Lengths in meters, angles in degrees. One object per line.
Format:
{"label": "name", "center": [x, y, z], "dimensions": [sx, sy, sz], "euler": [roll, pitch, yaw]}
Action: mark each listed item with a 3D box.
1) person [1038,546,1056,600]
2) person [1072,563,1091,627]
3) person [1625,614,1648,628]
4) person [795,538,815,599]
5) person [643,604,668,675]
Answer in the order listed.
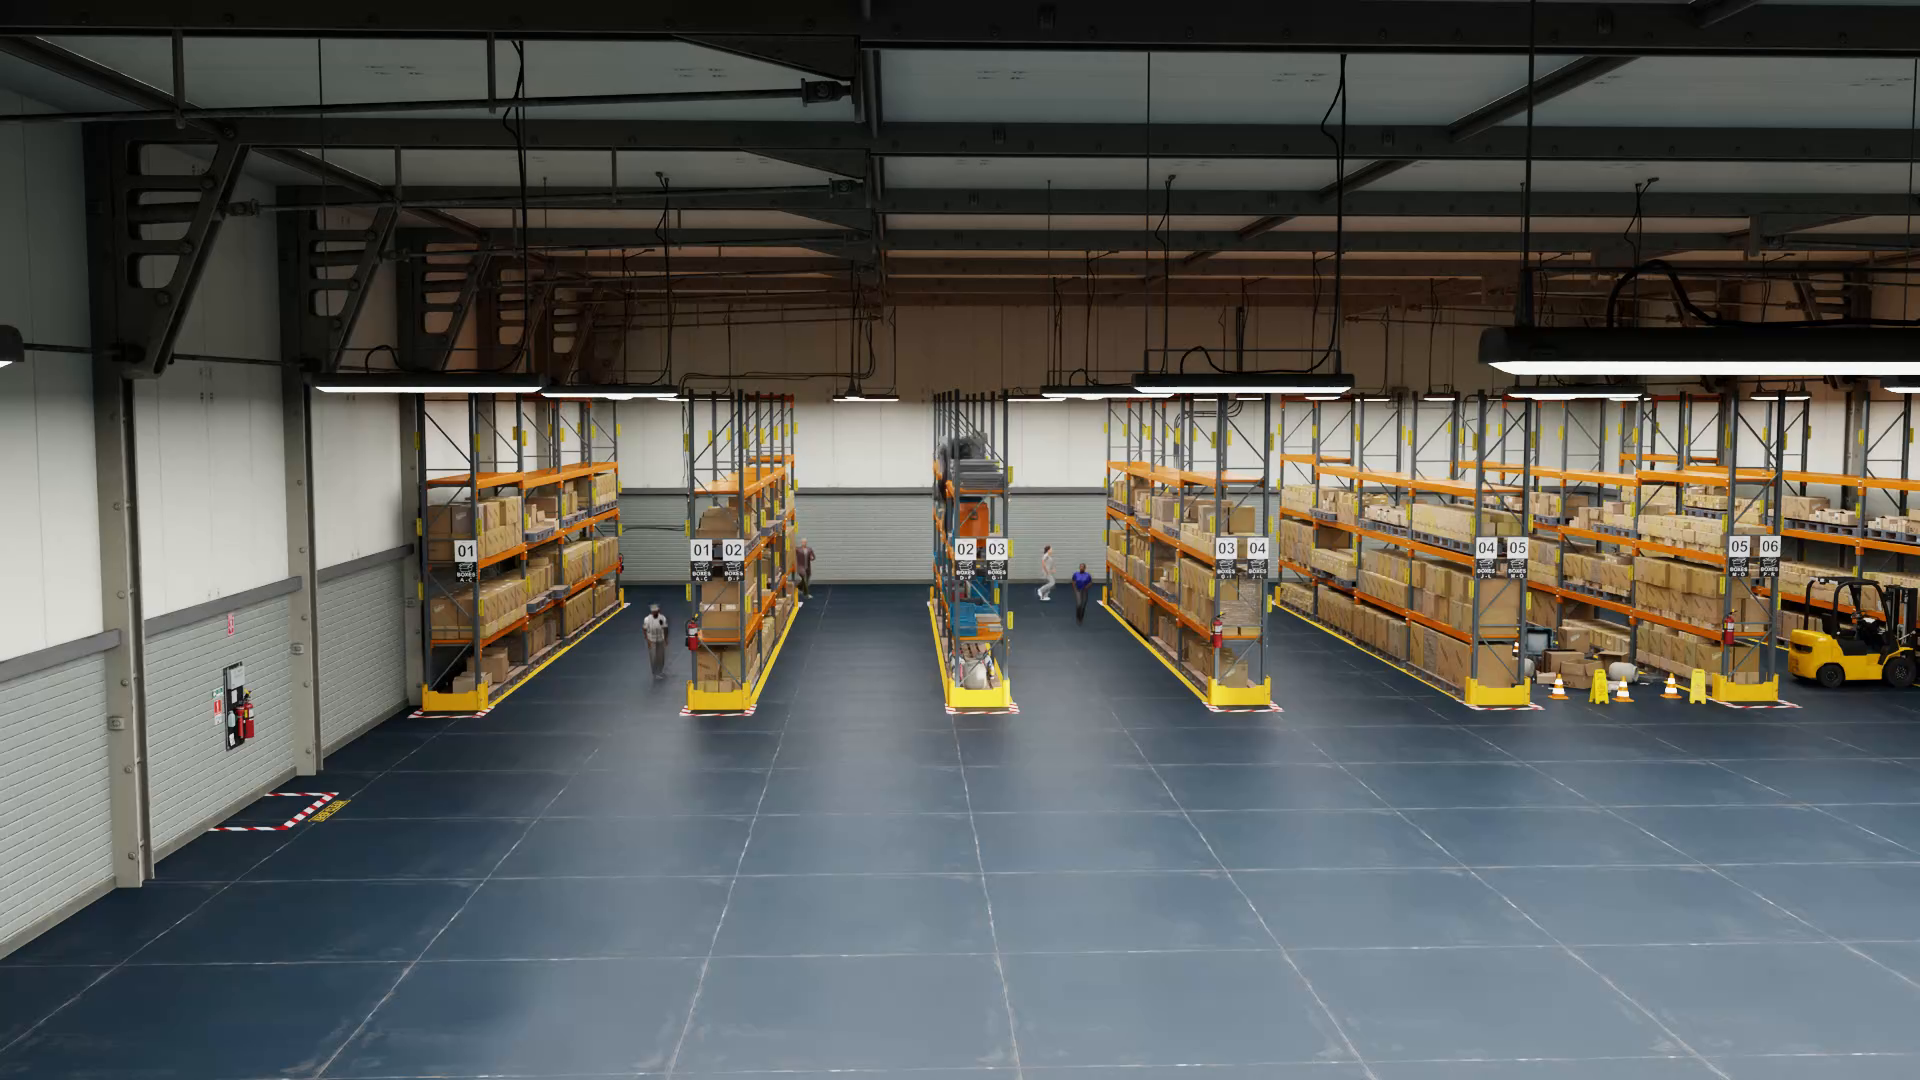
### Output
{"label": "person", "center": [2.558, 0.952, 48.749], "dimensions": [0.521, 1.576, 0.631], "euler": [1, 5, 9]}
{"label": "person", "center": [3.152, 1.421, 42.995], "dimensions": [0.474, 1.657, 0.803], "euler": [-1, 5, -7]}
{"label": "person", "center": [16.637, 1.557, 40.844], "dimensions": [0.651, 1.696, 0.976], "euler": [-1, 5, -9]}
{"label": "person", "center": [-4.605, 0.826, 48.947], "dimensions": [0.702, 1.759, 1.014], "euler": [-3, 6, -34]}
{"label": "person", "center": [-6.368, 2.064, 34.687], "dimensions": [0.519, 1.529, 0.730], "euler": [-2, 5, -28]}
